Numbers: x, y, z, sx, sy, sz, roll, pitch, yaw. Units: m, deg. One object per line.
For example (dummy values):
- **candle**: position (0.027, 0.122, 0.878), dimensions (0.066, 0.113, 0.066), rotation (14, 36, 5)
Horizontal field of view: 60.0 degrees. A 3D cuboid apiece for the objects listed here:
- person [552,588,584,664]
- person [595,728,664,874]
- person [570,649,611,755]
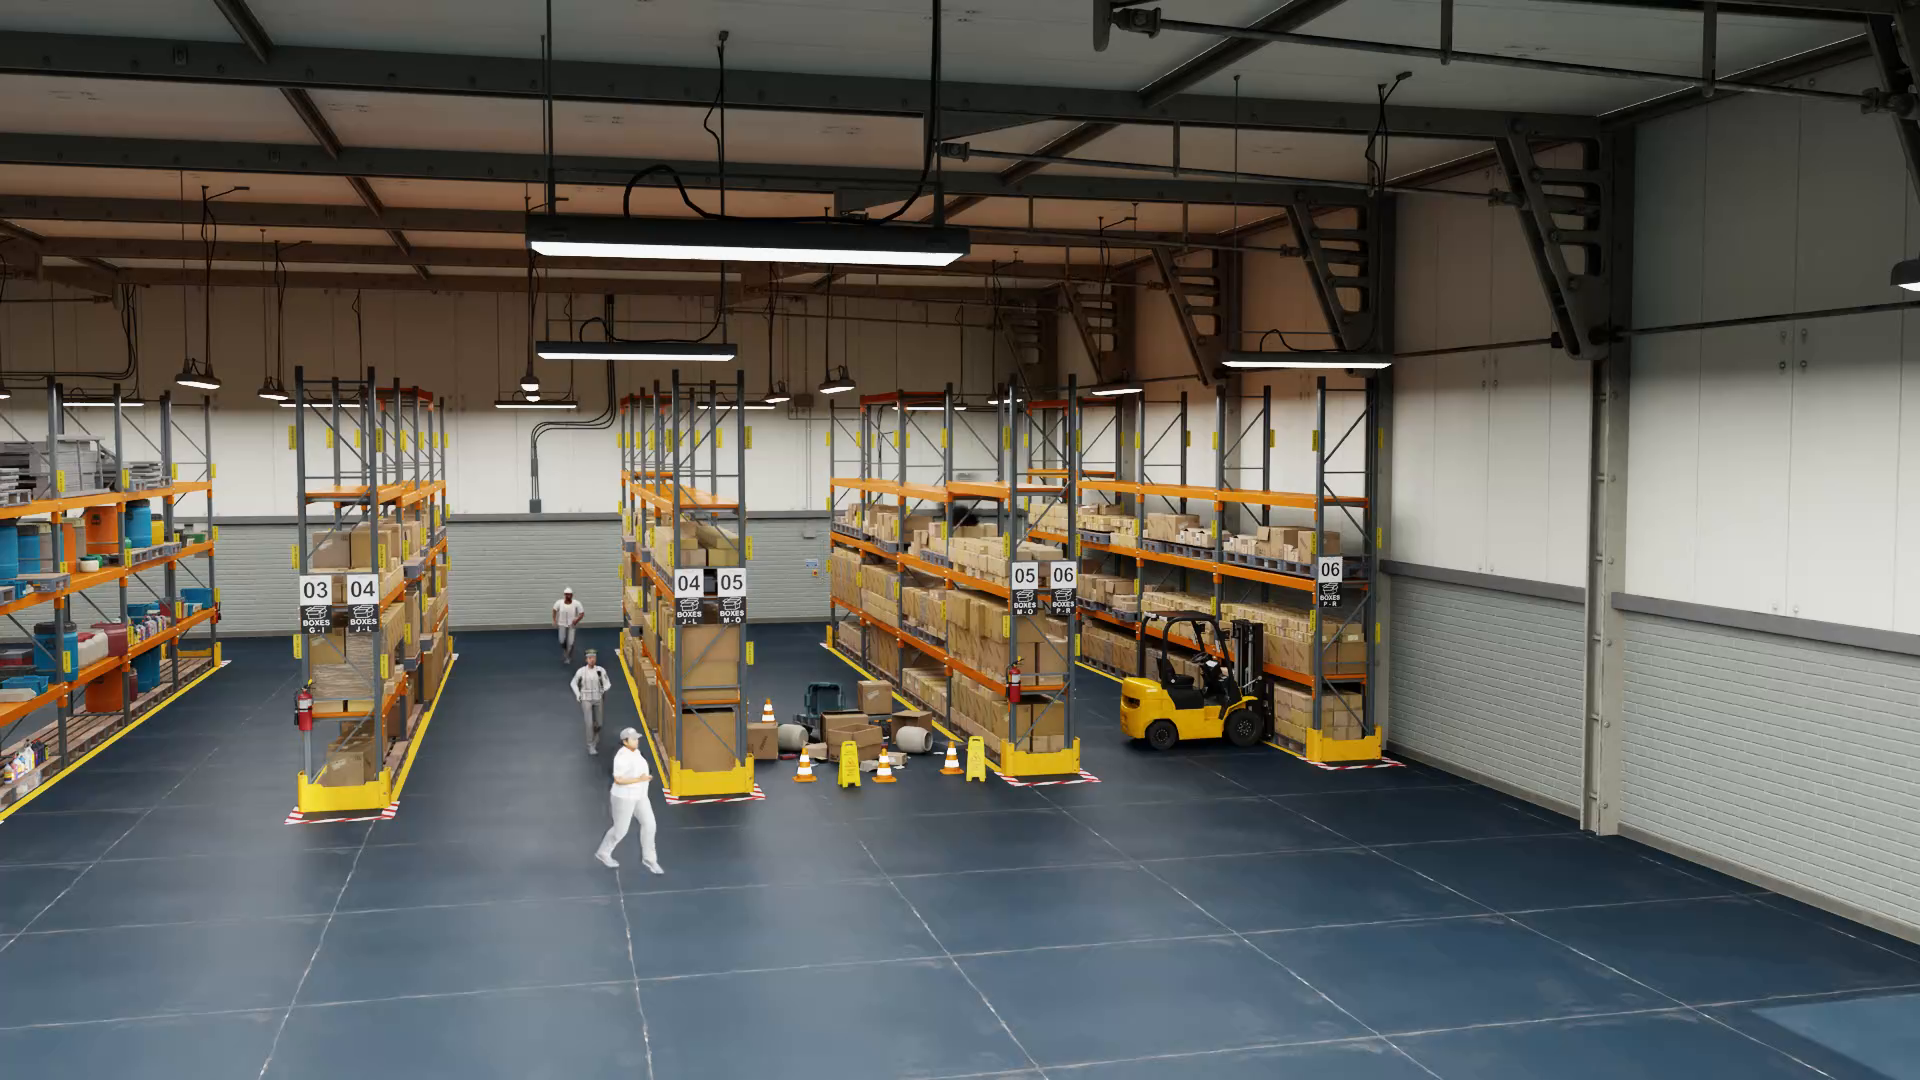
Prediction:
- **person**: position (-8.814, 1.929, 37.417), dimensions (0.723, 1.726, 0.570), rotation (0, 3, -5)
- **person**: position (-3.853, 3.024, 19.265), dimensions (0.816, 1.722, 0.593), rotation (1, 4, 23)
- **person**: position (-5.927, 2.574, 26.727), dimensions (0.625, 1.660, 0.748), rotation (-1, 4, -20)
